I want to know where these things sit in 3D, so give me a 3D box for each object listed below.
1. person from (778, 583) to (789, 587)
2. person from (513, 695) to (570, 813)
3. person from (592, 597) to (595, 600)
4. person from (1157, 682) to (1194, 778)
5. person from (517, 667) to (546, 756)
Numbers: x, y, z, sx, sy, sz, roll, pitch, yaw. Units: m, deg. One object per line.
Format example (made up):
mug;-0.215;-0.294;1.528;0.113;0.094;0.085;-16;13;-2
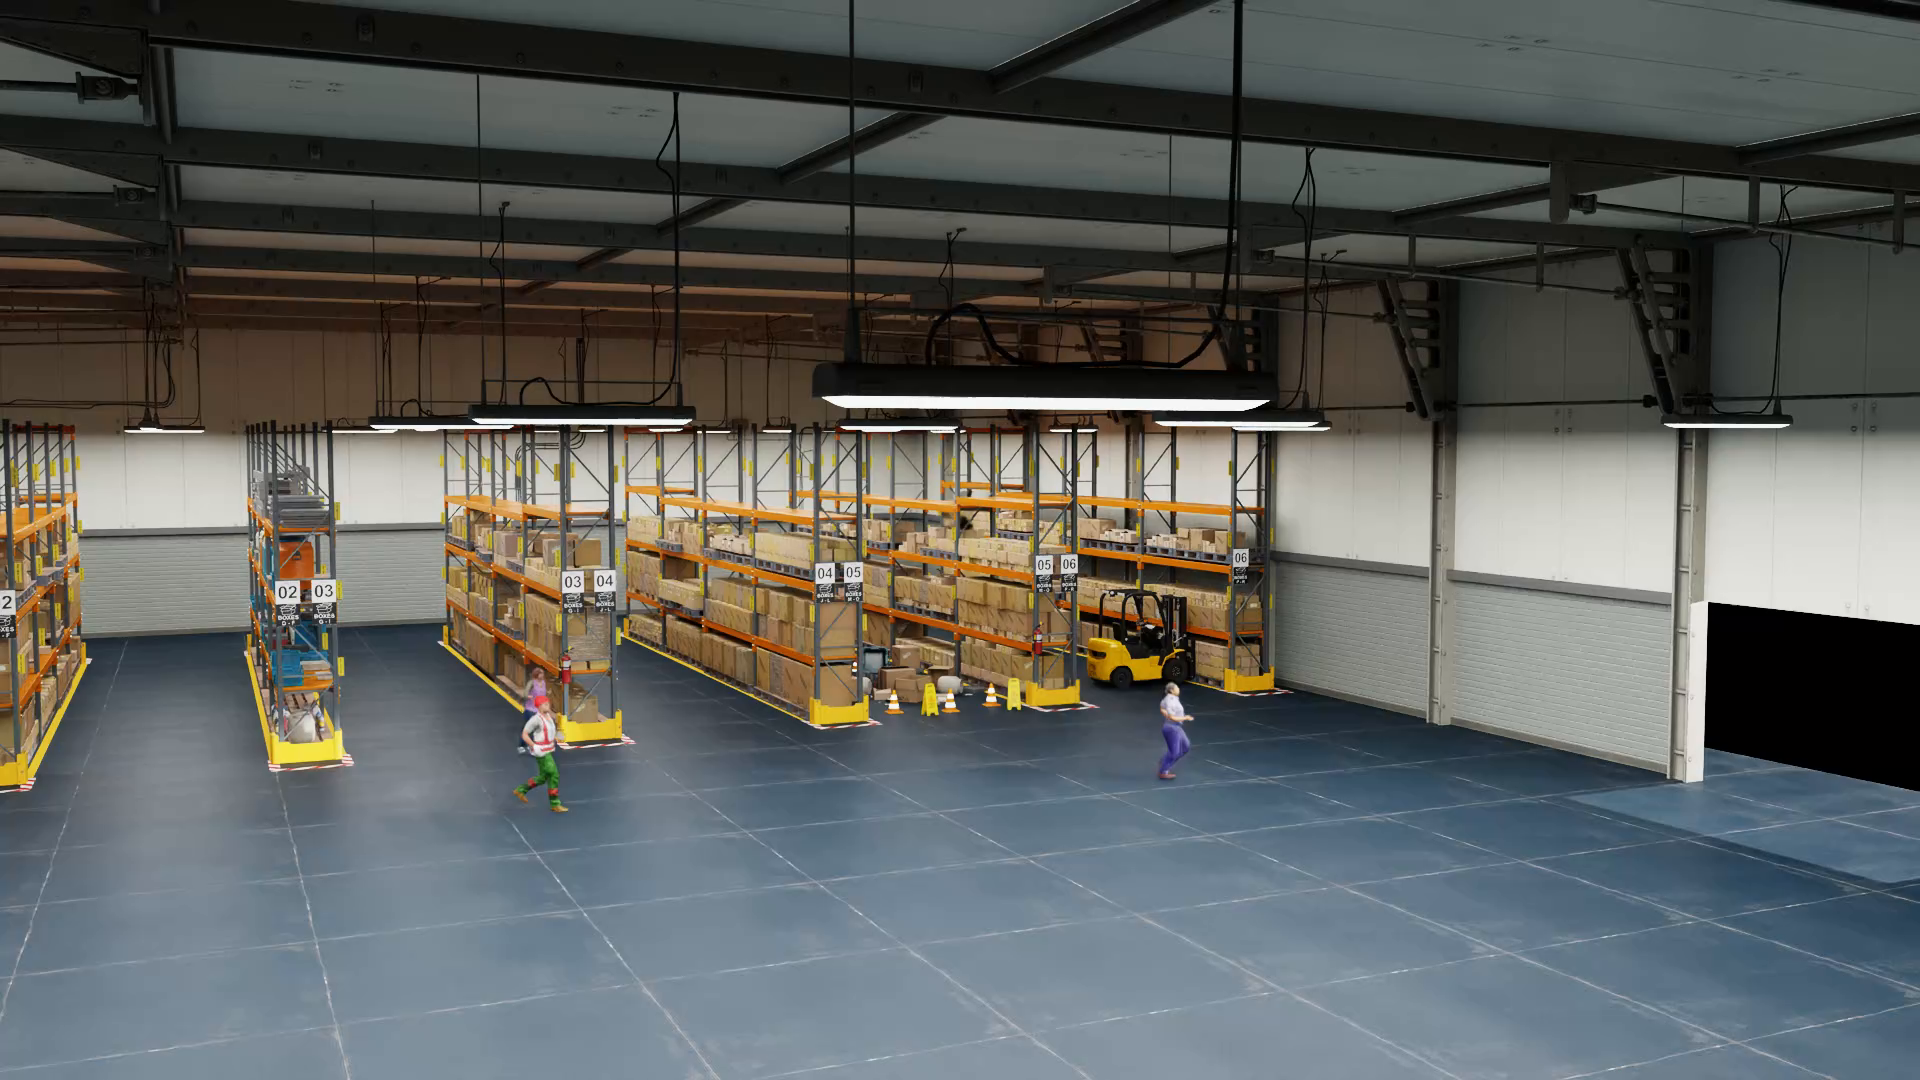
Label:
person;-5.427;1.649;51.134;0.870;1.749;0.747;0;4;7
person;-6.380;3.251;25.335;0.881;1.788;0.643;0;4;5
person;-10.723;1.893;47.008;0.721;1.794;0.801;1;4;20
person;3.609;3.174;27.779;0.605;1.615;0.582;1;4;8
person;-7.622;3.073;29.946;0.547;1.571;0.618;-3;5;-43
